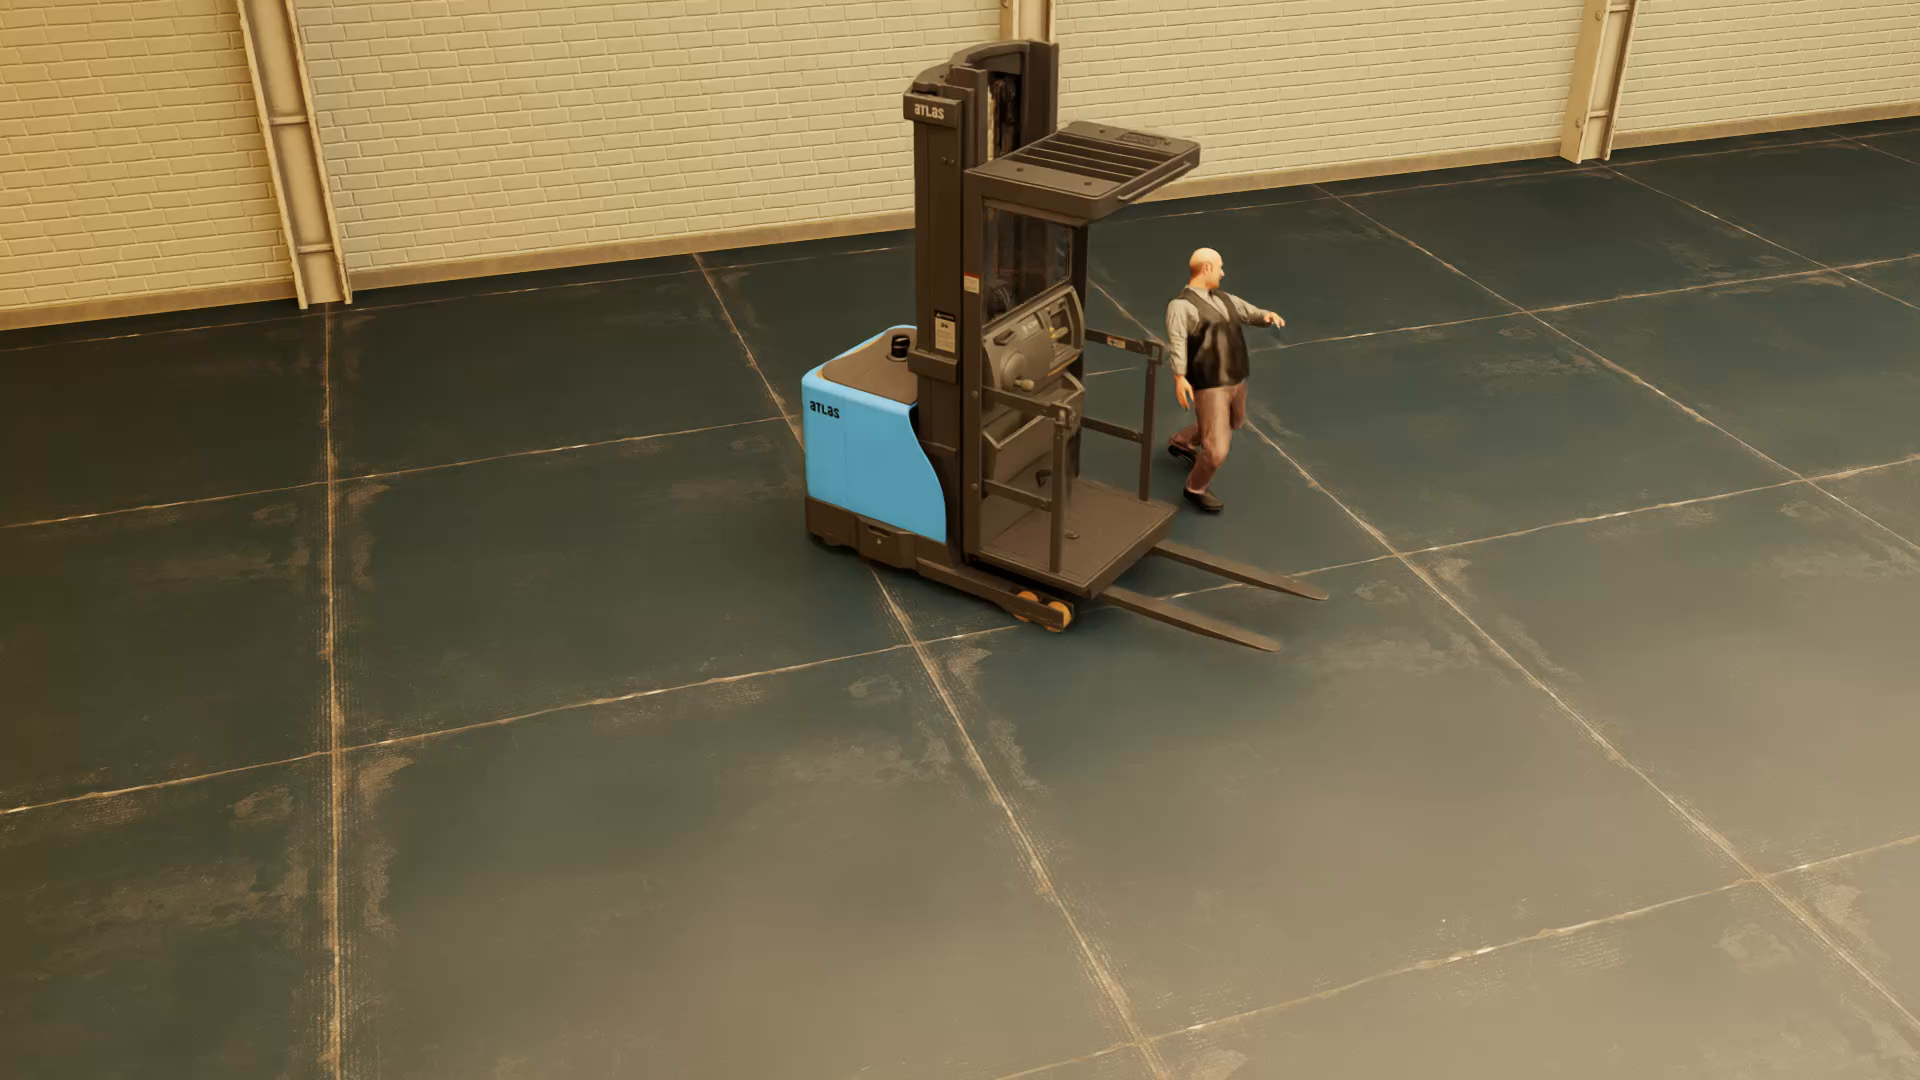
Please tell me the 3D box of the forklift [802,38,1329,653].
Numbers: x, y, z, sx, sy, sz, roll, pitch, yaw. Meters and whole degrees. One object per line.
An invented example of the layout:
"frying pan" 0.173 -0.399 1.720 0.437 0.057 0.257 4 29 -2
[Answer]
"forklift" 0.578 -1.065 8.938 3.031 2.935 1.130 19 35 29

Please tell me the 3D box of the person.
"person" 1.526 -0.926 10.075 0.815 1.517 0.903 17 34 27
